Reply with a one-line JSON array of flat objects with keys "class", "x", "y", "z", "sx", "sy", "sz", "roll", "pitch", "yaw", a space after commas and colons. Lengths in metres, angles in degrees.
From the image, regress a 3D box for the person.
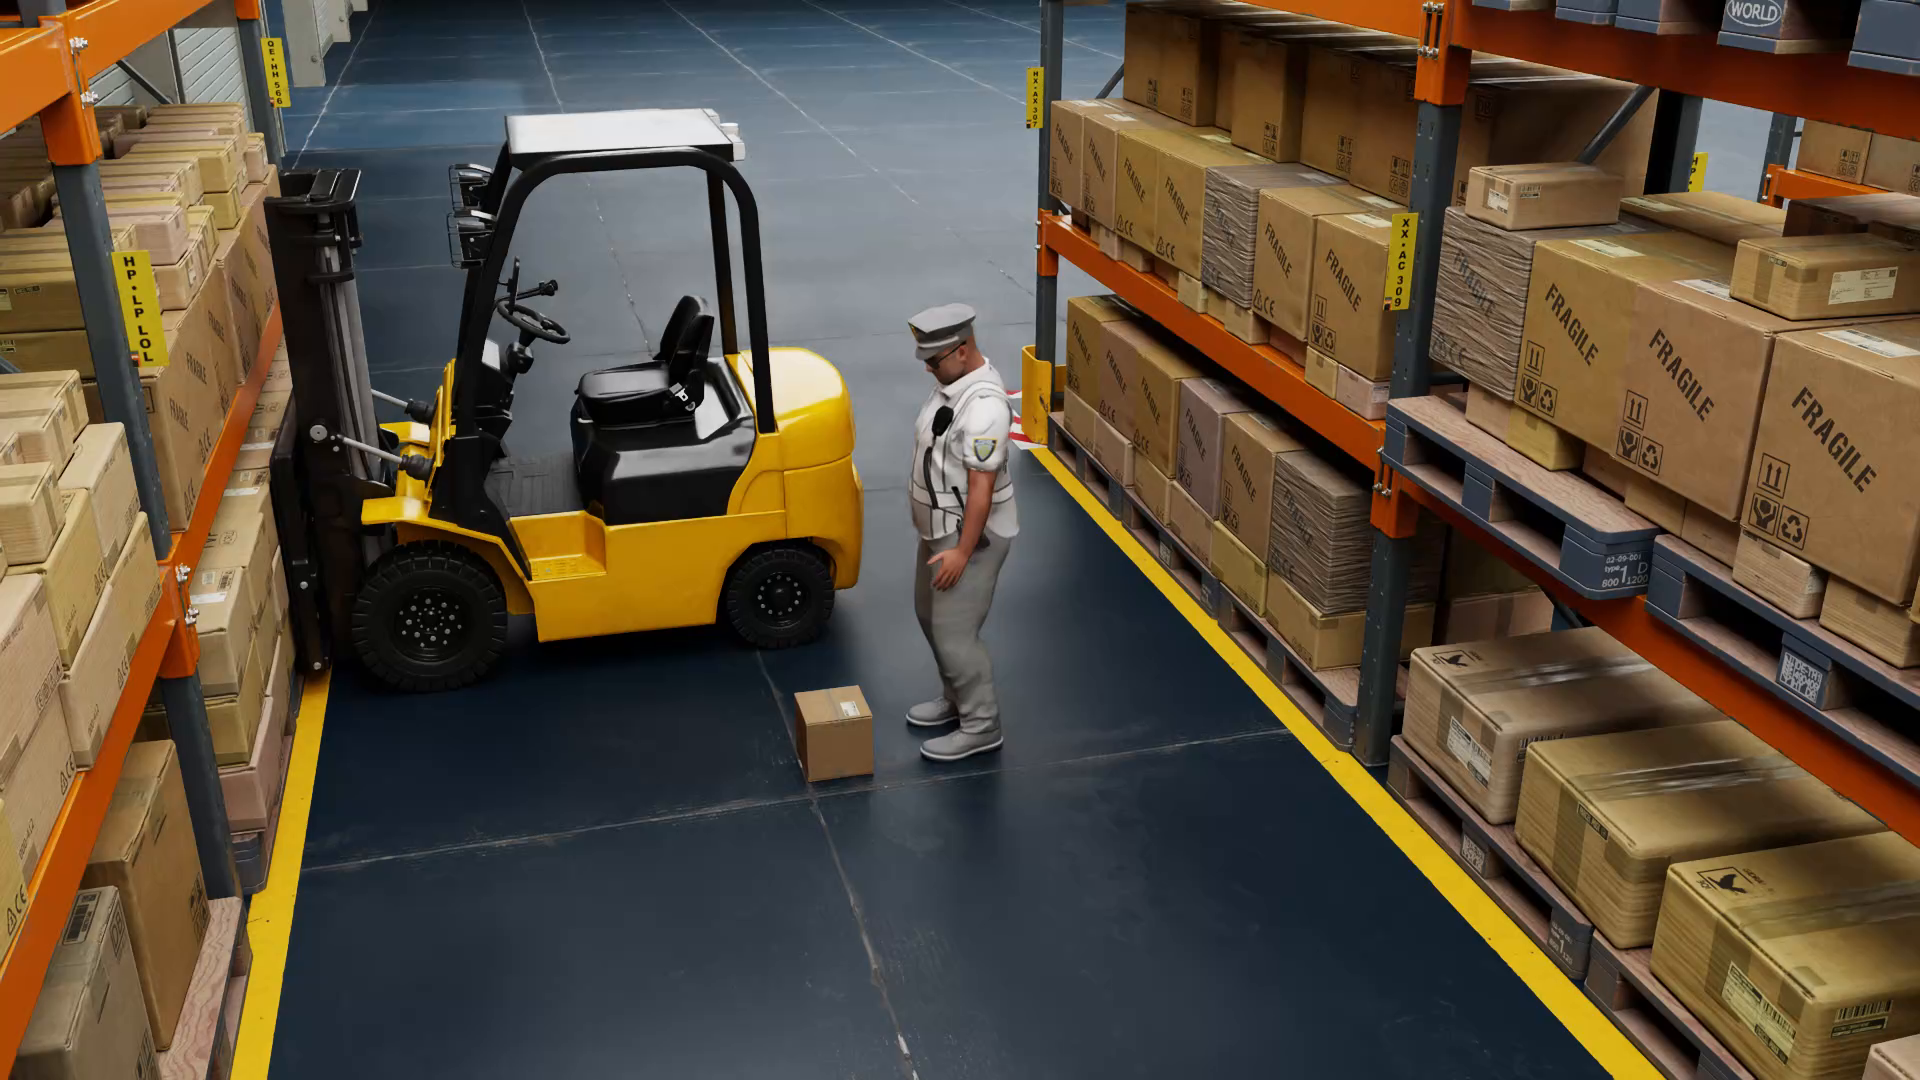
[{"class": "person", "x": 0.011, "y": -0.024, "z": 6.182, "sx": 0.392, "sy": 1.731, "sz": 0.538, "roll": -6, "pitch": 23, "yaw": -13}]
